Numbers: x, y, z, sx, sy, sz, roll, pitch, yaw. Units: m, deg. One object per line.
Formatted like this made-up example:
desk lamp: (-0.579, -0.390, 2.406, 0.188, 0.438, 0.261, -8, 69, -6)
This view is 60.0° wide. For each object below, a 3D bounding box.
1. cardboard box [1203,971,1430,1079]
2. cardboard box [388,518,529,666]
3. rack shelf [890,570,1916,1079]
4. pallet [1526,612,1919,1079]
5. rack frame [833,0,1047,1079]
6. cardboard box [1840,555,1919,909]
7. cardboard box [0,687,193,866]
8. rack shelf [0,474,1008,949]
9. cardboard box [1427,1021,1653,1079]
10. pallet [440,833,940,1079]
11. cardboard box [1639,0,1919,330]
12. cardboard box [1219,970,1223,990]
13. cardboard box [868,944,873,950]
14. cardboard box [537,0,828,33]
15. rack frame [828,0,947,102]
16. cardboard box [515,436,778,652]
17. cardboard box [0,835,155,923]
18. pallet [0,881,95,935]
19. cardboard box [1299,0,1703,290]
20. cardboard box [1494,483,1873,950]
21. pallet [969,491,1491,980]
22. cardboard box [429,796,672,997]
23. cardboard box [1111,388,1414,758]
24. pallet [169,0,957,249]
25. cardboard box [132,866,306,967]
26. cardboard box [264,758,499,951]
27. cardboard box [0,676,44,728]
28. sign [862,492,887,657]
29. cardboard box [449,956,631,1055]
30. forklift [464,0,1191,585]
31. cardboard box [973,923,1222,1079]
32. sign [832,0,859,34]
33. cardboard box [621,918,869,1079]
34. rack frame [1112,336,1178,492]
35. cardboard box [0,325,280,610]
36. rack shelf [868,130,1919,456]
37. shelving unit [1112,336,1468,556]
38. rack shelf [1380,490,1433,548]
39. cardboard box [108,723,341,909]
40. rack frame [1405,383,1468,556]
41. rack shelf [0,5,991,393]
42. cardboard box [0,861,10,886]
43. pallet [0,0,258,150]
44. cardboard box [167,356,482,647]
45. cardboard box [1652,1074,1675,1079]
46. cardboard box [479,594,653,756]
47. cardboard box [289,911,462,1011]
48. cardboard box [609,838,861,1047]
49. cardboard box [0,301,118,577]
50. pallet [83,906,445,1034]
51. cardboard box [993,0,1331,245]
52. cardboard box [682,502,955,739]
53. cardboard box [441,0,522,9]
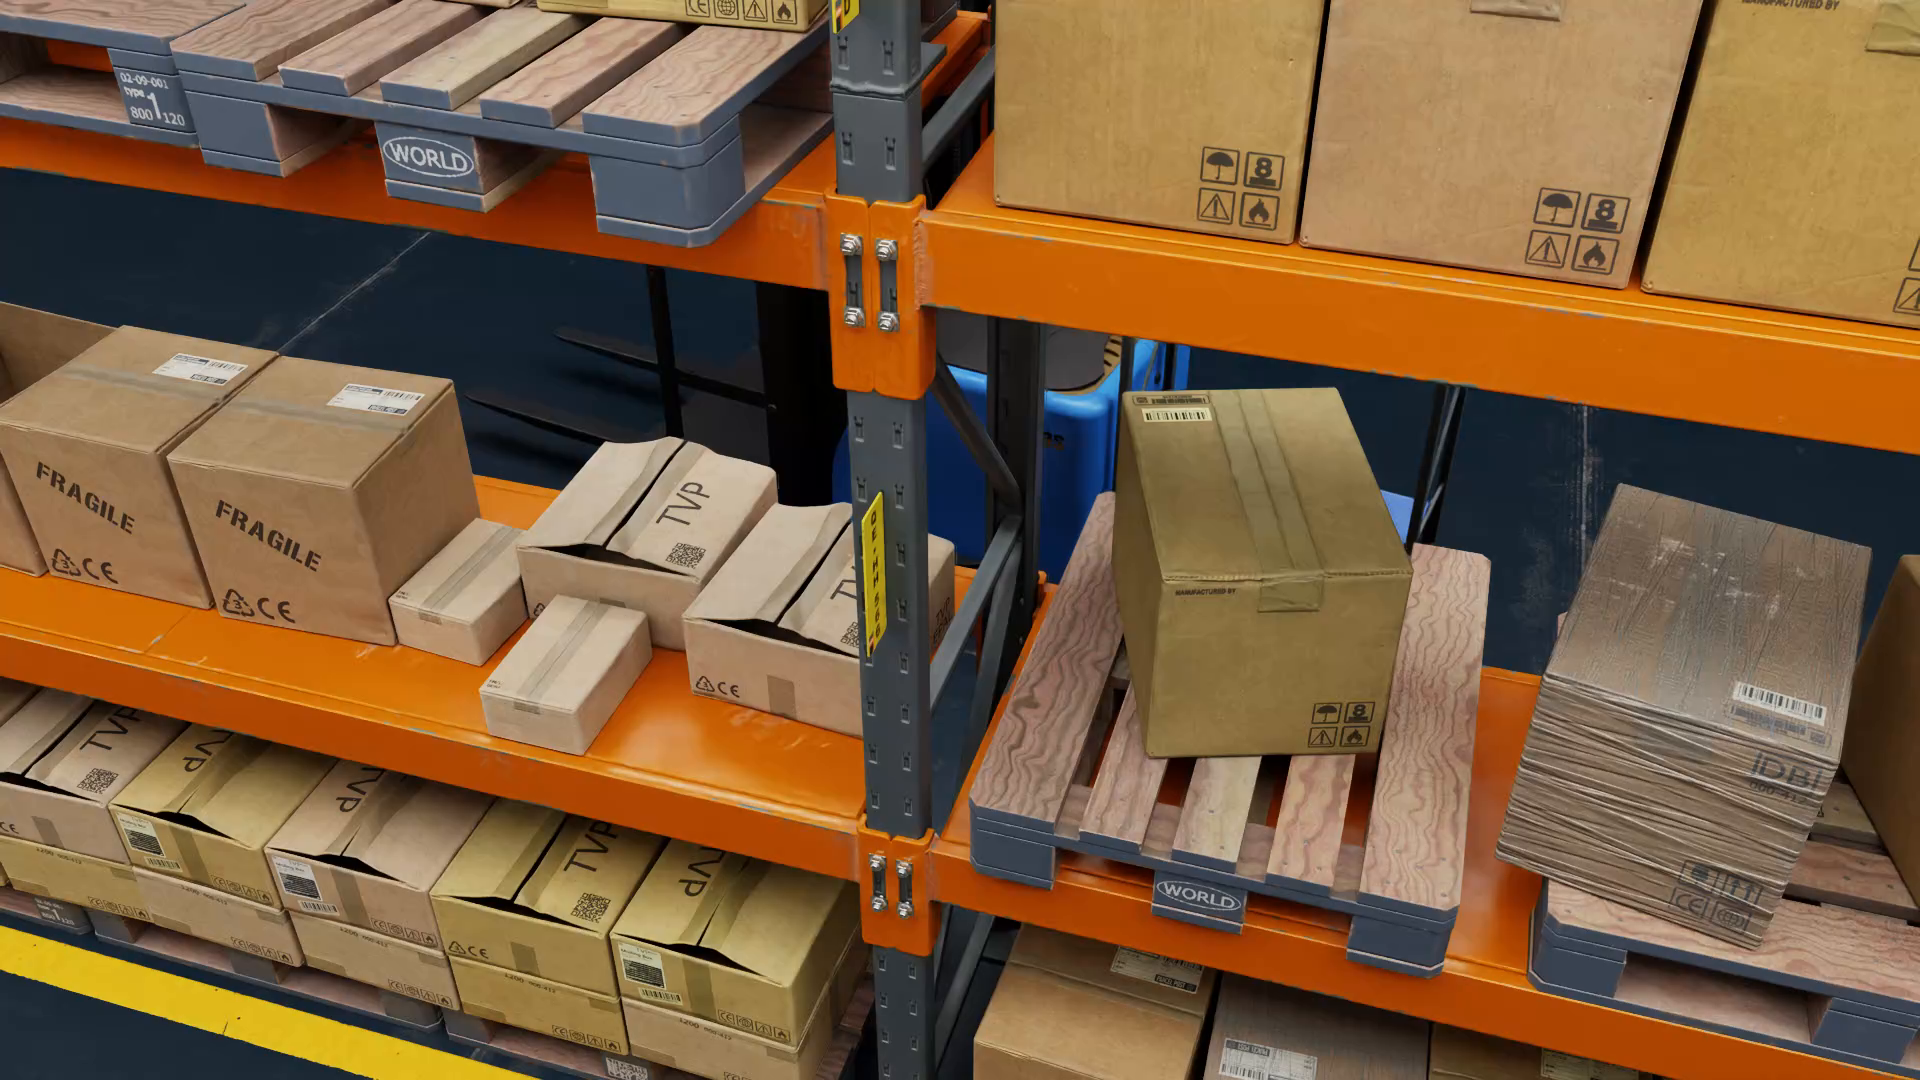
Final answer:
cardboard box: (0.852, 1.381, 4.081, 0.500, 0.500, 0.500, 9, 37, 12)
cardboard box: (-1.233, 0.128, 4.258, 0.250, 0.149, 0.380, 13, 38, 17)
rack shelf: (1.910, 0.863, 3.654, 4.000, 0.370, 1.077, 10, 38, 14)
pallet: (1.859, 0.638, 3.514, 1.213, 0.211, 1.003, 10, 38, 14)
rack frame: (0.001, 0.220, 3.921, 0.127, 3.000, 1.000, 10, 38, 14)
cardboard box: (2.114, 0.440, 3.183, 0.500, 0.500, 0.700, 2, 36, 2)
cardboard box: (-2.526, 0.622, 4.867, 0.500, 0.311, 0.500, 9, 37, 12)
rack shelf: (-1.908, 0.156, 4.614, 4.000, 0.370, 1.077, 10, 38, 14)
cardboard box: (1.329, 1.473, 3.956, 0.500, 0.500, 0.500, 10, 38, 13)
pallet: (-0.773, 1.175, 4.975, 1.213, 0.211, 1.003, 10, 38, 14)
cardboard box: (1.411, -0.788, 2.676, 0.500, 0.500, 0.910, 10, 38, 14)
cardboard box: (0.964, 1.082, 4.487, 0.500, 0.500, 0.500, 12, 38, 16)
cardboard box: (-0.411, 0.900, 4.963, 0.500, 0.250, 0.500, 10, 38, 14)
cardboard box: (-0.449, -1.145, 3.017, 0.500, 0.250, 0.500, 8, 37, 10)
rack frame: (0.001, -2.196, 2.142, 0.127, 3.000, 1.000, 10, 38, 14)
cardboard box: (-0.795, -0.012, 4.311, 0.500, 0.311, 0.500, 10, 38, 13)
cardboard box: (-2.523, 0.844, 5.038, 0.500, 0.250, 0.500, 9, 37, 12)
pallet: (-3.102, 0.744, 5.561, 1.213, 0.211, 1.003, 10, 38, 14)
cardboard box: (0.914, -0.880, 2.800, 0.500, 0.500, 0.910, 10, 38, 14)
cardboard box: (1.452, 0.328, 3.335, 0.500, 0.500, 0.700, 18, 40, 22)
pallet: (0.669, 0.377, 3.869, 1.003, 0.211, 1.213, 10, 38, 14)
cardboard box: (-1.070, 0.891, 4.501, 0.500, 0.311, 0.500, 10, 38, 13)
cardboard box: (0.636, 0.058, 3.702, 0.500, 0.500, 0.700, -1, 36, -2)
pallet: (-0.673, -0.981, 3.182, 1.003, 0.211, 1.213, 12, 38, 16)
cardboard box: (-2.038, 0.934, 4.915, 0.500, 0.250, 0.500, 11, 38, 15)
cardboard box: (-1.551, 0.800, 4.625, 0.500, 0.311, 0.500, 10, 38, 14)
cardboard box: (-3.021, 0.531, 4.991, 0.500, 0.311, 0.500, 10, 38, 13)
sign: (-0.161, 0.068, 3.150, 0.005, 0.325, 0.100, 10, 38, 14)
cardboard box: (-1.067, 1.114, 4.671, 0.500, 0.250, 0.500, 10, 38, 13)
forklift: (-0.658, -1.408, 6.190, 3.031, 2.935, 1.130, 17, 39, 21)
cardboard box: (0.350, 1.292, 4.202, 0.500, 0.500, 0.500, 12, 38, 16)
sign: (-0.172, -0.916, 2.430, 0.005, 0.325, 0.100, 10, 38, 14)
cardboard box: (-0.574, 1.203, 4.550, 0.500, 0.250, 0.500, 11, 38, 15)
rack frame: (0.656, -0.341, 5.949, 0.032, 1.500, 0.500, 17, 39, 21)
cardboard box: (-2.108, -0.201, 4.408, 0.500, 0.500, 0.500, 11, 38, 14)
rack shelf: (1.910, -0.345, 2.764, 4.000, 0.370, 1.077, 10, 38, 14)
shelving unit: (1.111, -0.206, 5.765, 1.048, 1.500, 0.538, 17, 39, 21)
rack shelf: (1.111, -0.061, 5.871, 1.000, 0.185, 0.538, 17, 39, 21)
cardboard box: (-2.029, 0.710, 4.747, 0.500, 0.311, 0.500, 12, 38, 15)
rack frame: (1.565, -0.071, 5.581, 0.032, 1.500, 0.500, 17, 39, 21)
rack shelf: (-1.908, -1.052, 3.725, 4.000, 0.370, 1.077, 10, 38, 14)
cardboard box: (-3.018, 0.754, 5.161, 0.500, 0.250, 0.500, 11, 38, 15)
pallet: (-1.742, -1.177, 3.448, 1.213, 0.211, 1.003, 12, 38, 16)
cardboard box: (-1.606, -0.108, 4.281, 0.500, 0.500, 0.500, 9, 37, 11)
cardboard box: (1.829, 1.562, 3.835, 0.500, 0.500, 0.500, 9, 37, 12)
cardboard box: (-0.940, 0.319, 3.999, 0.250, 0.149, 0.380, 10, 38, 14)
cardboard box: (-1.546, 1.024, 4.794, 0.500, 0.250, 0.500, 11, 38, 15)
cardboard box: (-0.572, 0.979, 4.381, 0.500, 0.311, 0.500, 11, 38, 15)
cardboard box: (-2.586, -0.289, 4.528, 0.500, 0.500, 0.500, 13, 38, 17)
pallet: (-1.934, 0.959, 5.269, 1.213, 0.211, 1.003, 10, 38, 14)
cardboard box: (0.427, -0.970, 2.923, 0.500, 0.500, 0.910, 10, 38, 14)
cardboard box: (-0.333, 0.167, 4.068, 0.500, 0.311, 0.500, 13, 38, 17)
cardboard box: (-0.955, -1.228, 3.129, 0.500, 0.250, 0.500, 11, 38, 15)
